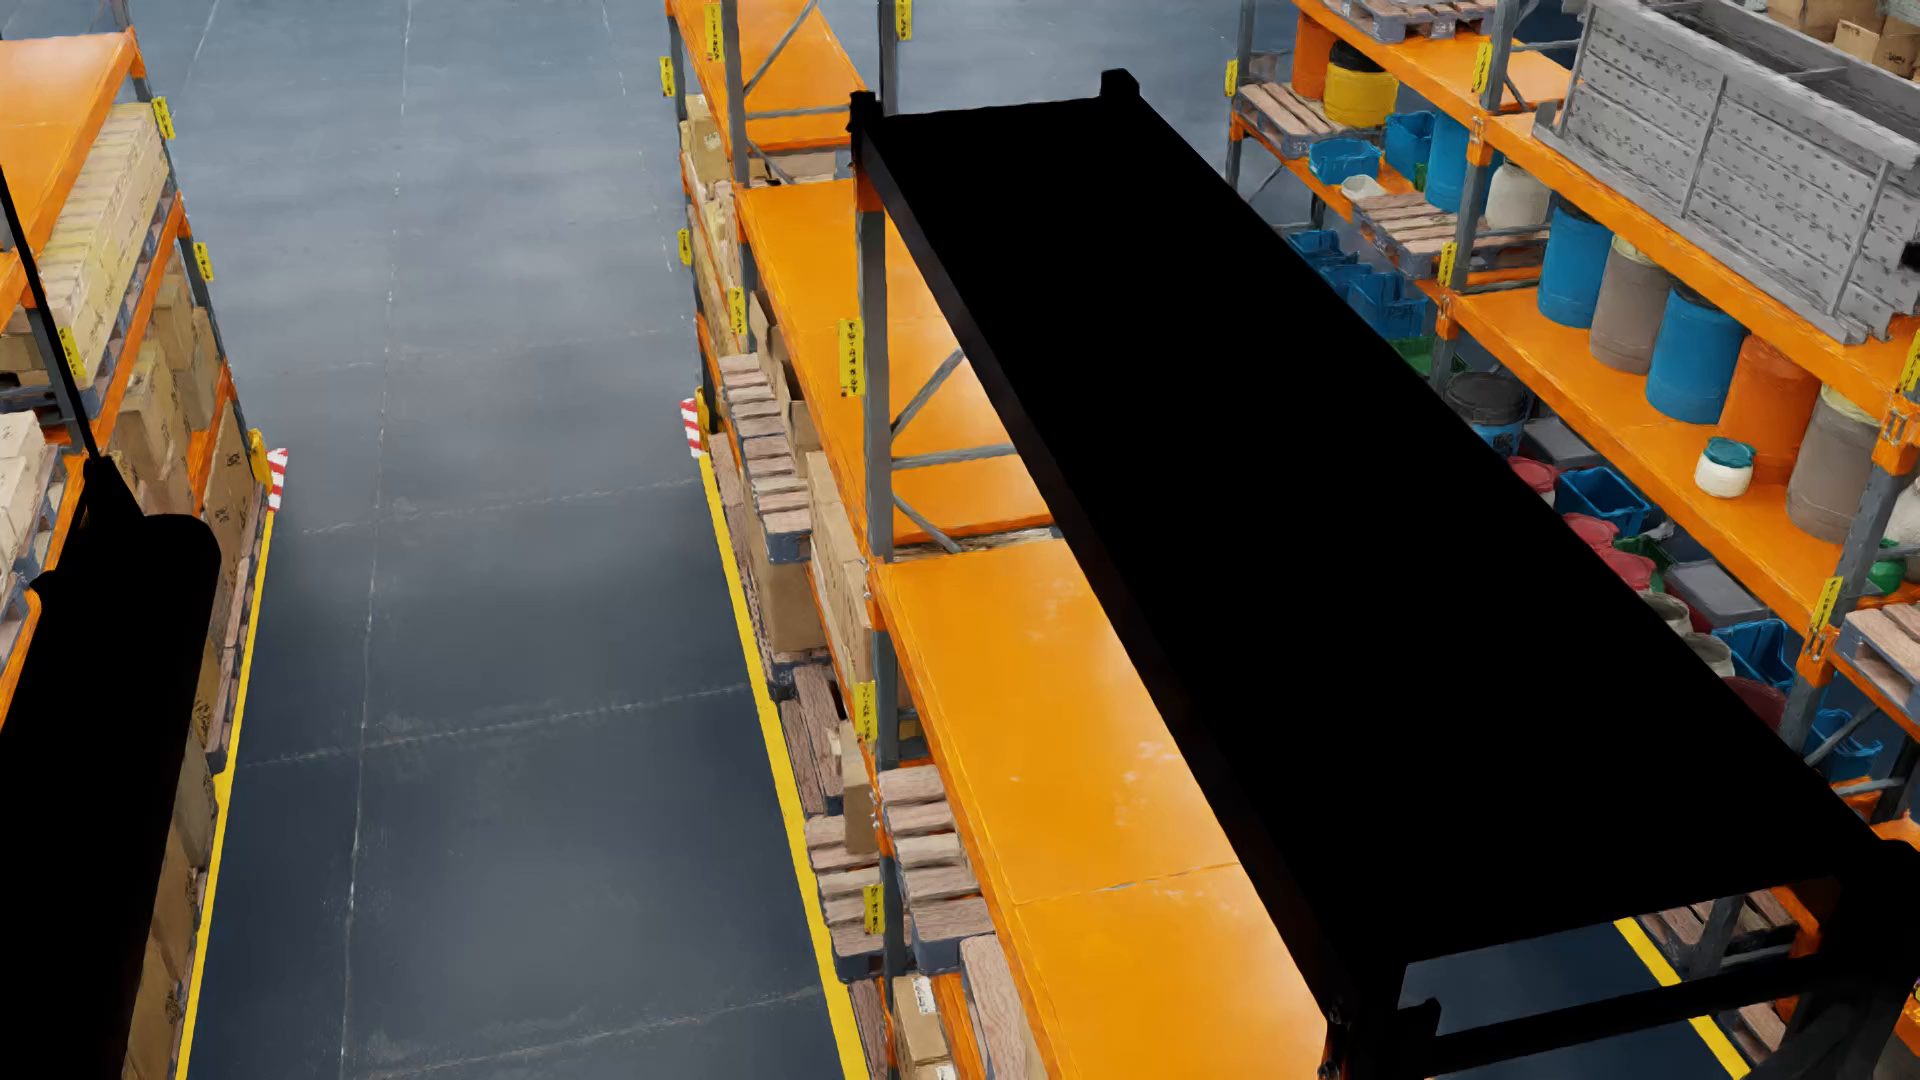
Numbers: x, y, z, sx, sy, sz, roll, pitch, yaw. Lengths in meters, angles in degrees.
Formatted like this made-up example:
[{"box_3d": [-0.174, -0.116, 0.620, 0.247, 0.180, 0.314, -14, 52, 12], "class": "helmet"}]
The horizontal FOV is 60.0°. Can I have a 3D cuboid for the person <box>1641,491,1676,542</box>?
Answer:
[{"box_3d": [5.872, -0.784, 13.736, 0.416, 1.677, 0.537, -29, 44, -35], "class": "person"}]
